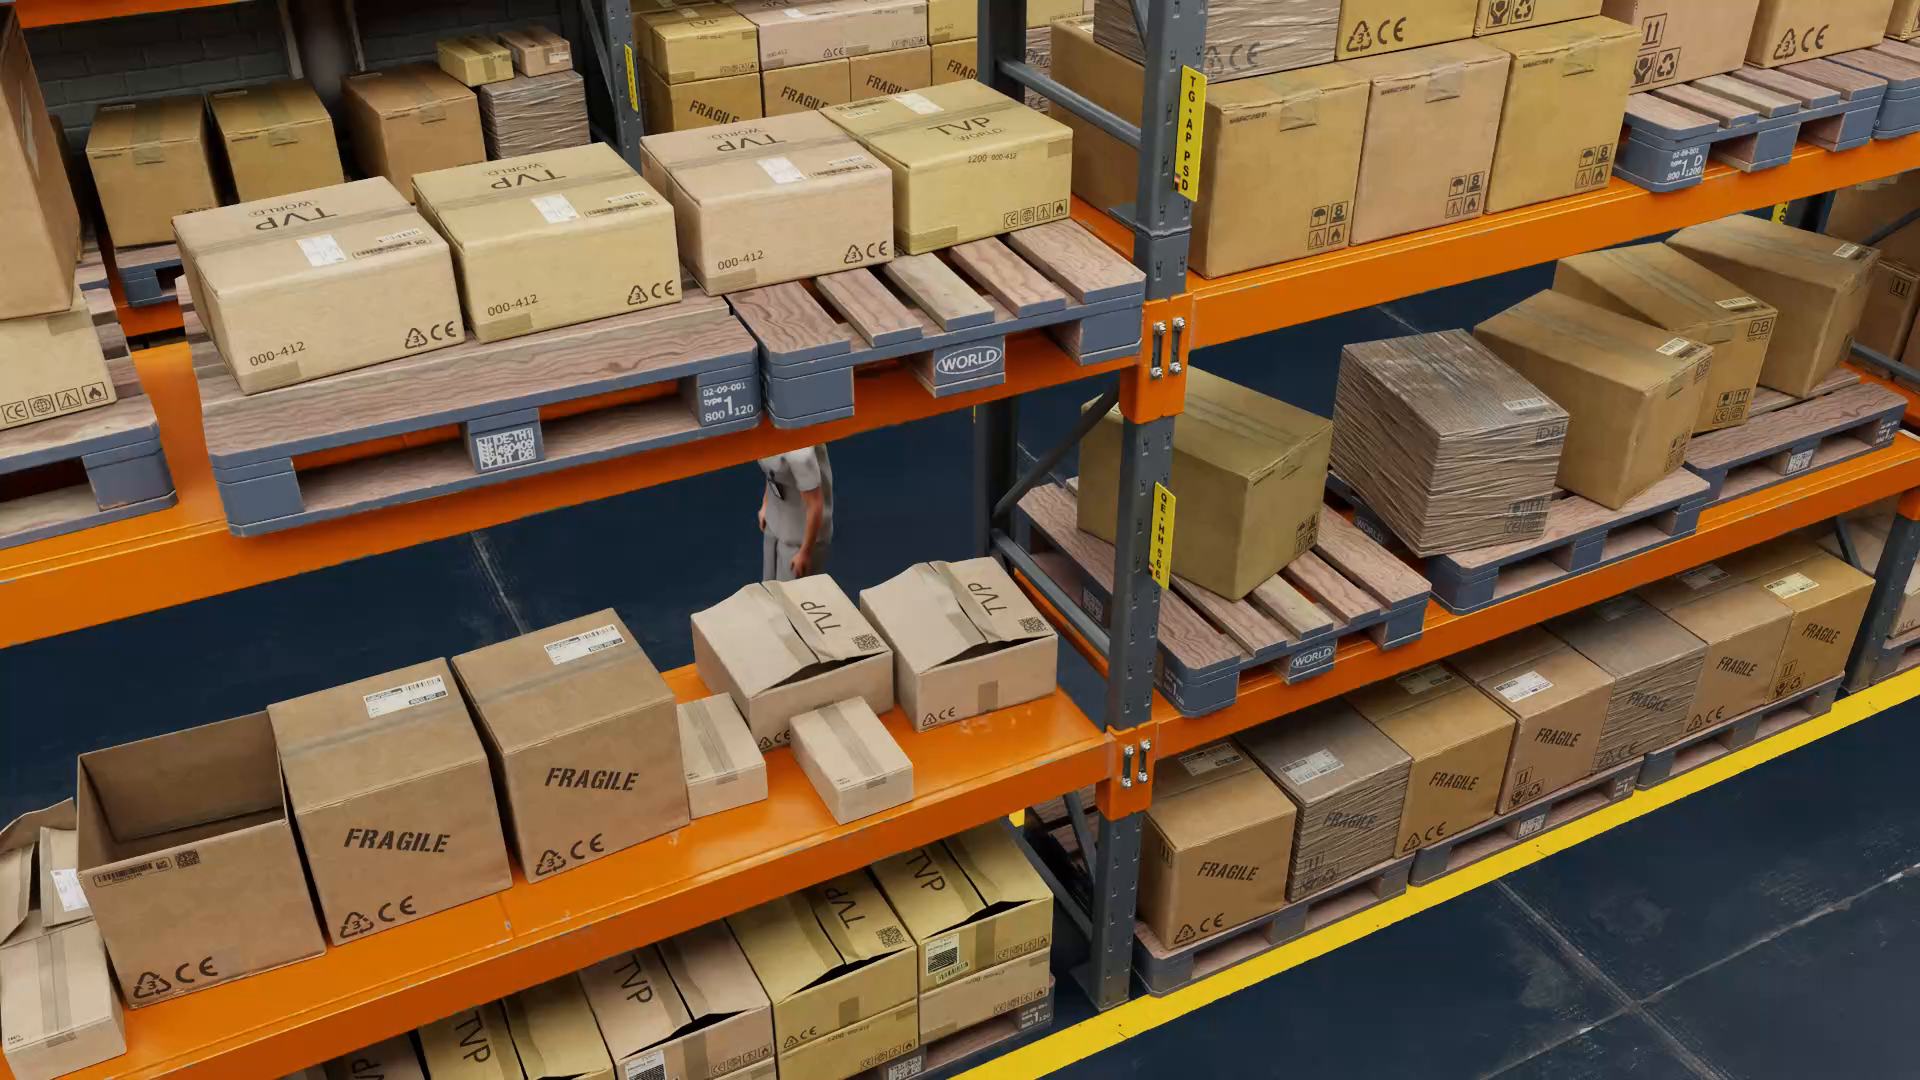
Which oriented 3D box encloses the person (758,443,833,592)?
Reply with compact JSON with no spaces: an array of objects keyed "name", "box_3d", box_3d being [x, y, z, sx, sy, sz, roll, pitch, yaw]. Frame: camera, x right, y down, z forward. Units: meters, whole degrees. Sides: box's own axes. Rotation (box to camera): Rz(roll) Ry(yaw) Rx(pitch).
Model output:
[{"name":"person","box_3d":[-0.755,-0.027,7.183,0.406,1.673,0.485,-16,36,-23]}]
